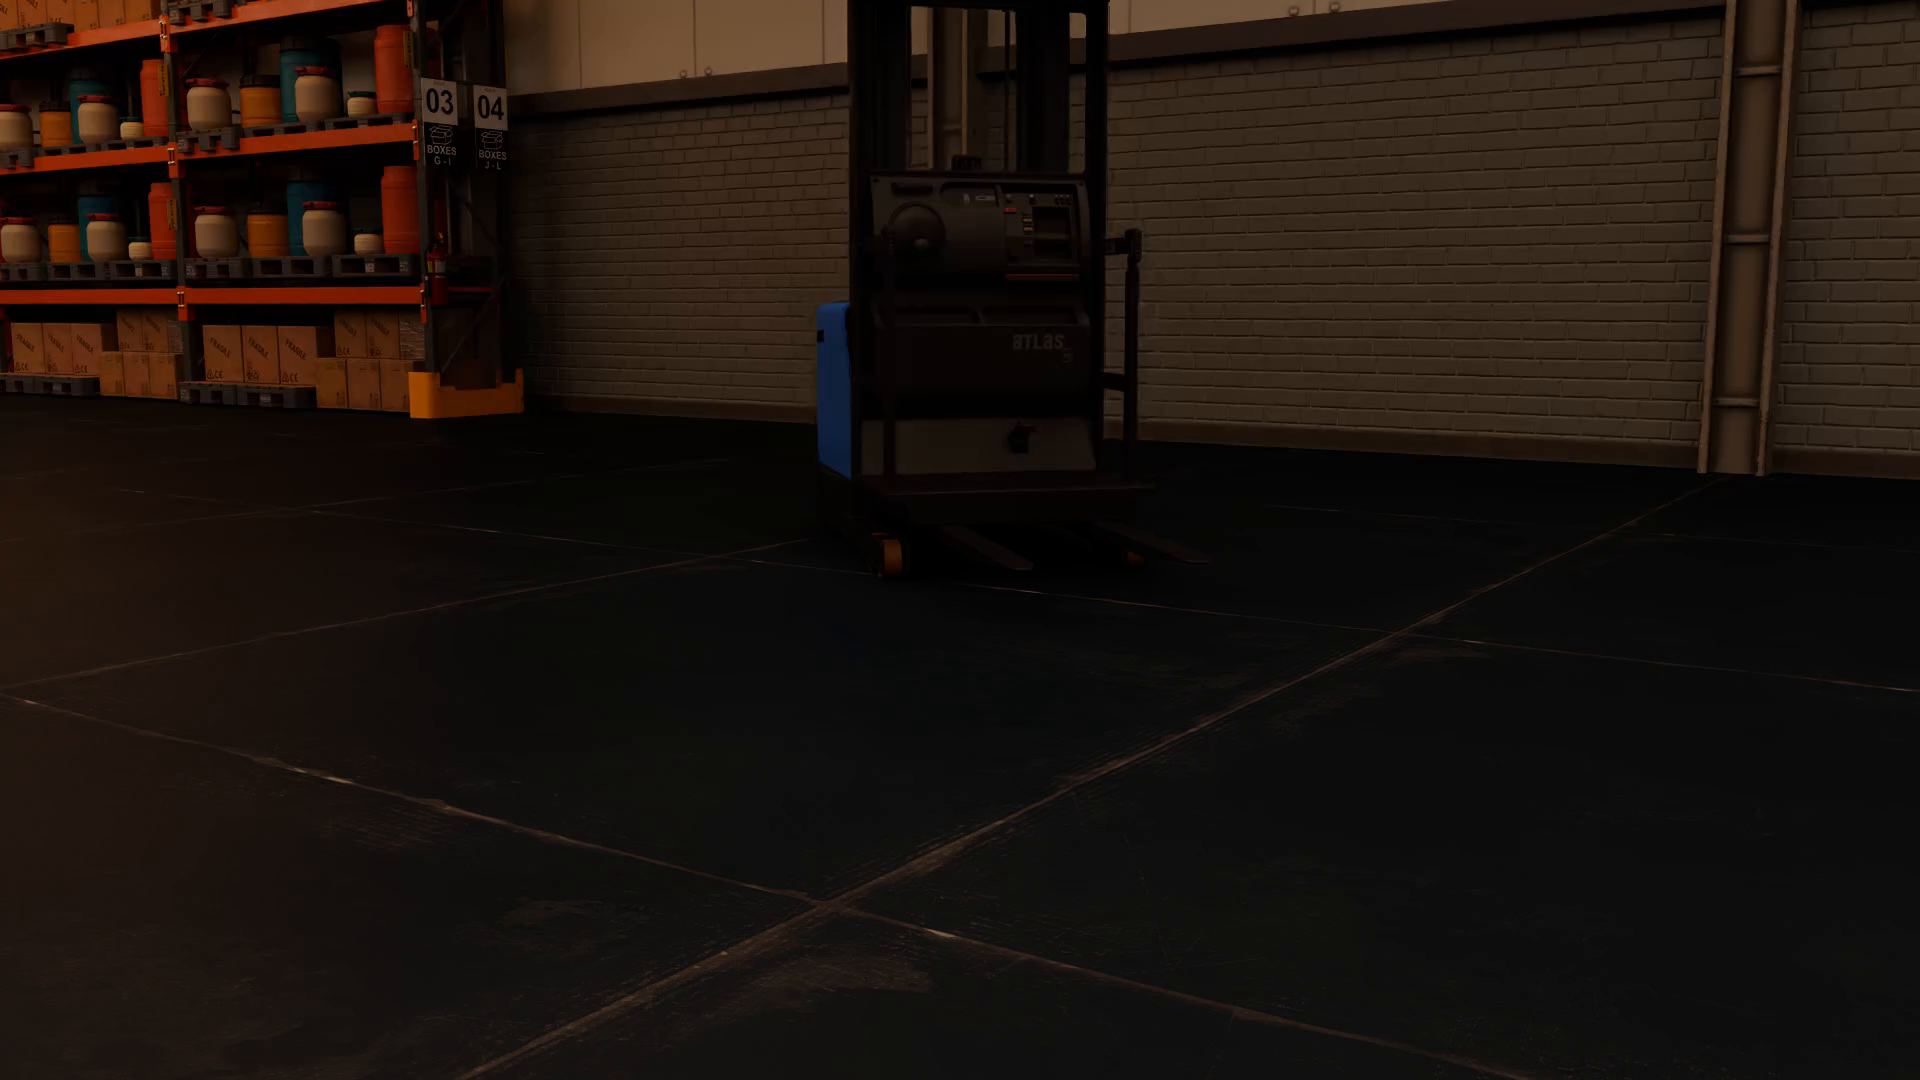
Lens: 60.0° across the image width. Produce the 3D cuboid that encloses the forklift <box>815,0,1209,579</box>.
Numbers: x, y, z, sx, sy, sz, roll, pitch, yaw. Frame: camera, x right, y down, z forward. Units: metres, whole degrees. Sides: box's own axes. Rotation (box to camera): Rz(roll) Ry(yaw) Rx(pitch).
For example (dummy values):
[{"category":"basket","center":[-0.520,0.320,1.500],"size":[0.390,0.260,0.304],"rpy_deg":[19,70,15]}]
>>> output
[{"category":"forklift","center":[0.142,-1.354,6.712],"size":[1.130,2.935,3.031],"rpy_deg":[-2,8,-14]}]
